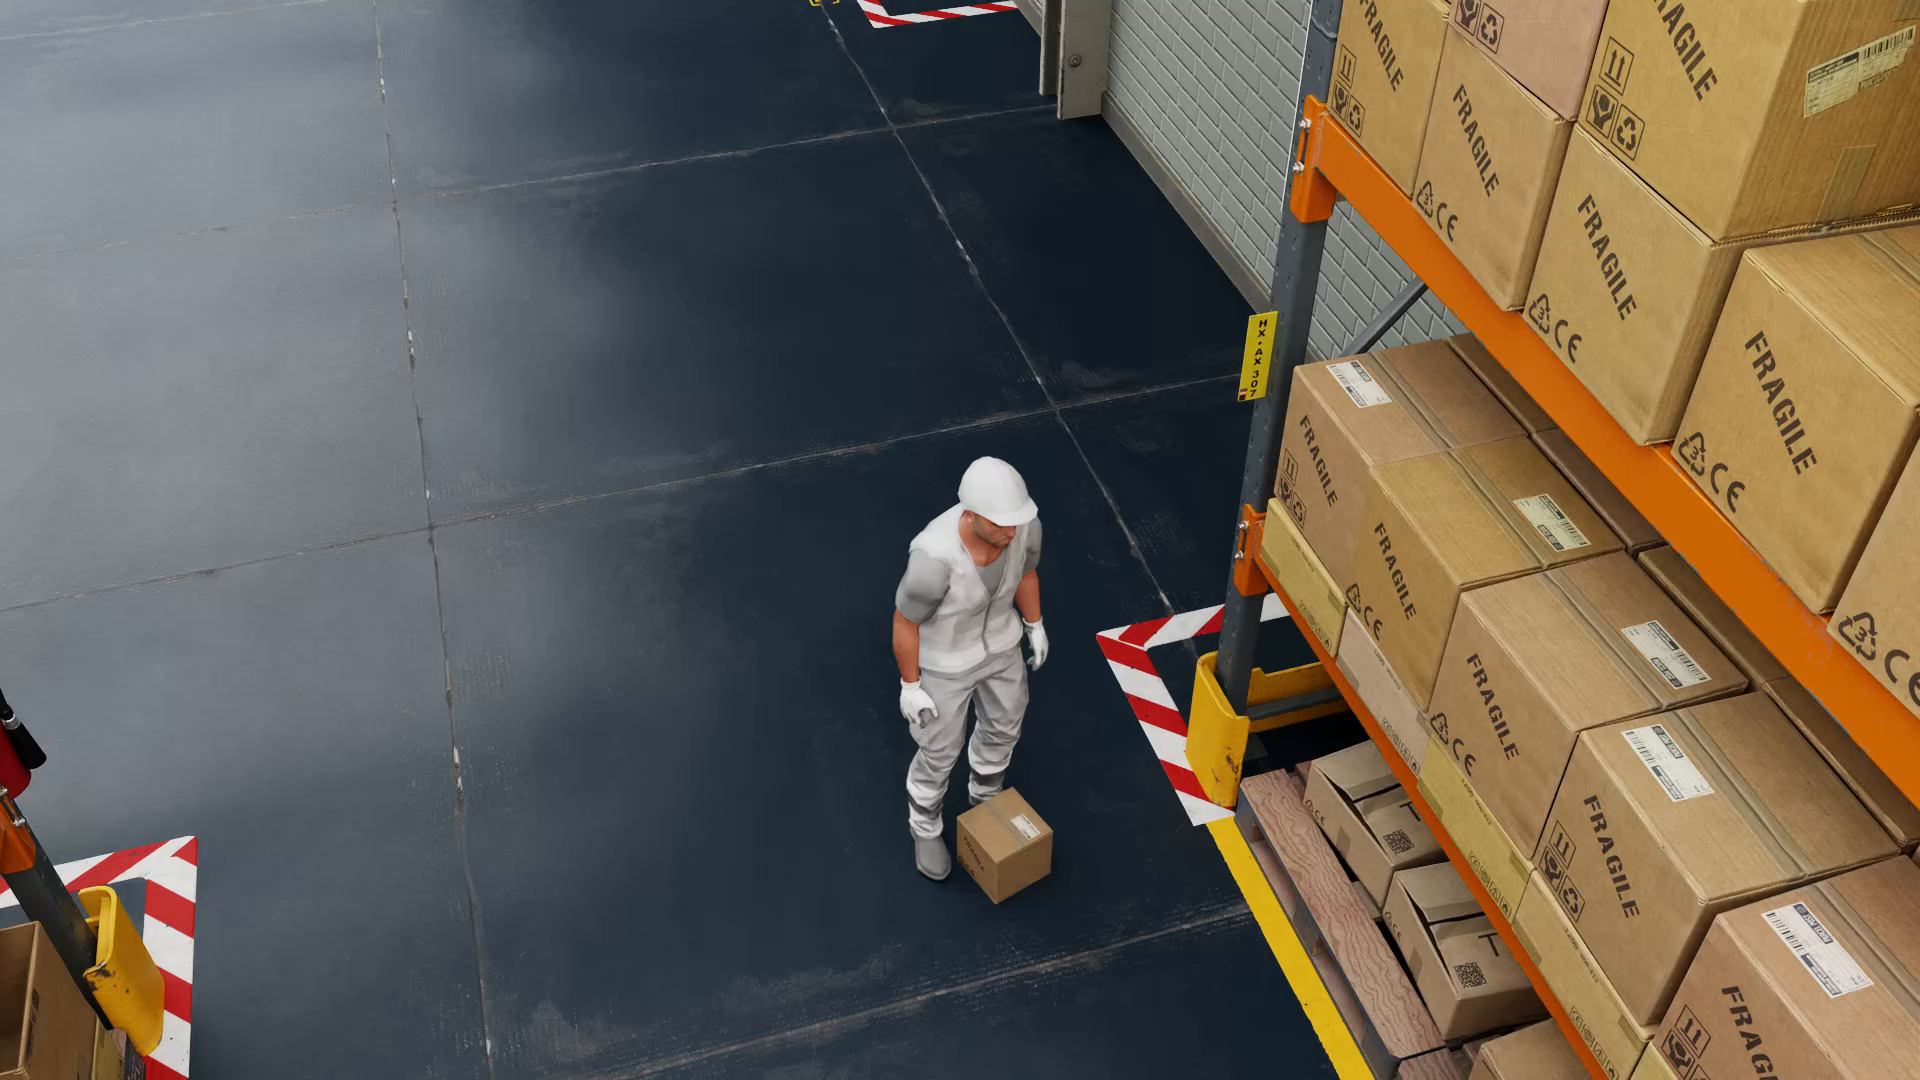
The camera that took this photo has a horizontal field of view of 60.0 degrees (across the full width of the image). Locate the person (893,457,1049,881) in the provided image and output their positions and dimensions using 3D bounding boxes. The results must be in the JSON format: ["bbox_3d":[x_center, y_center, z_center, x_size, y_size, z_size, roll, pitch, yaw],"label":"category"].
[{"bbox_3d":[0.049,0.411,5.691,0.616,1.778,0.453,-24,47,-25],"label":"person"}]
